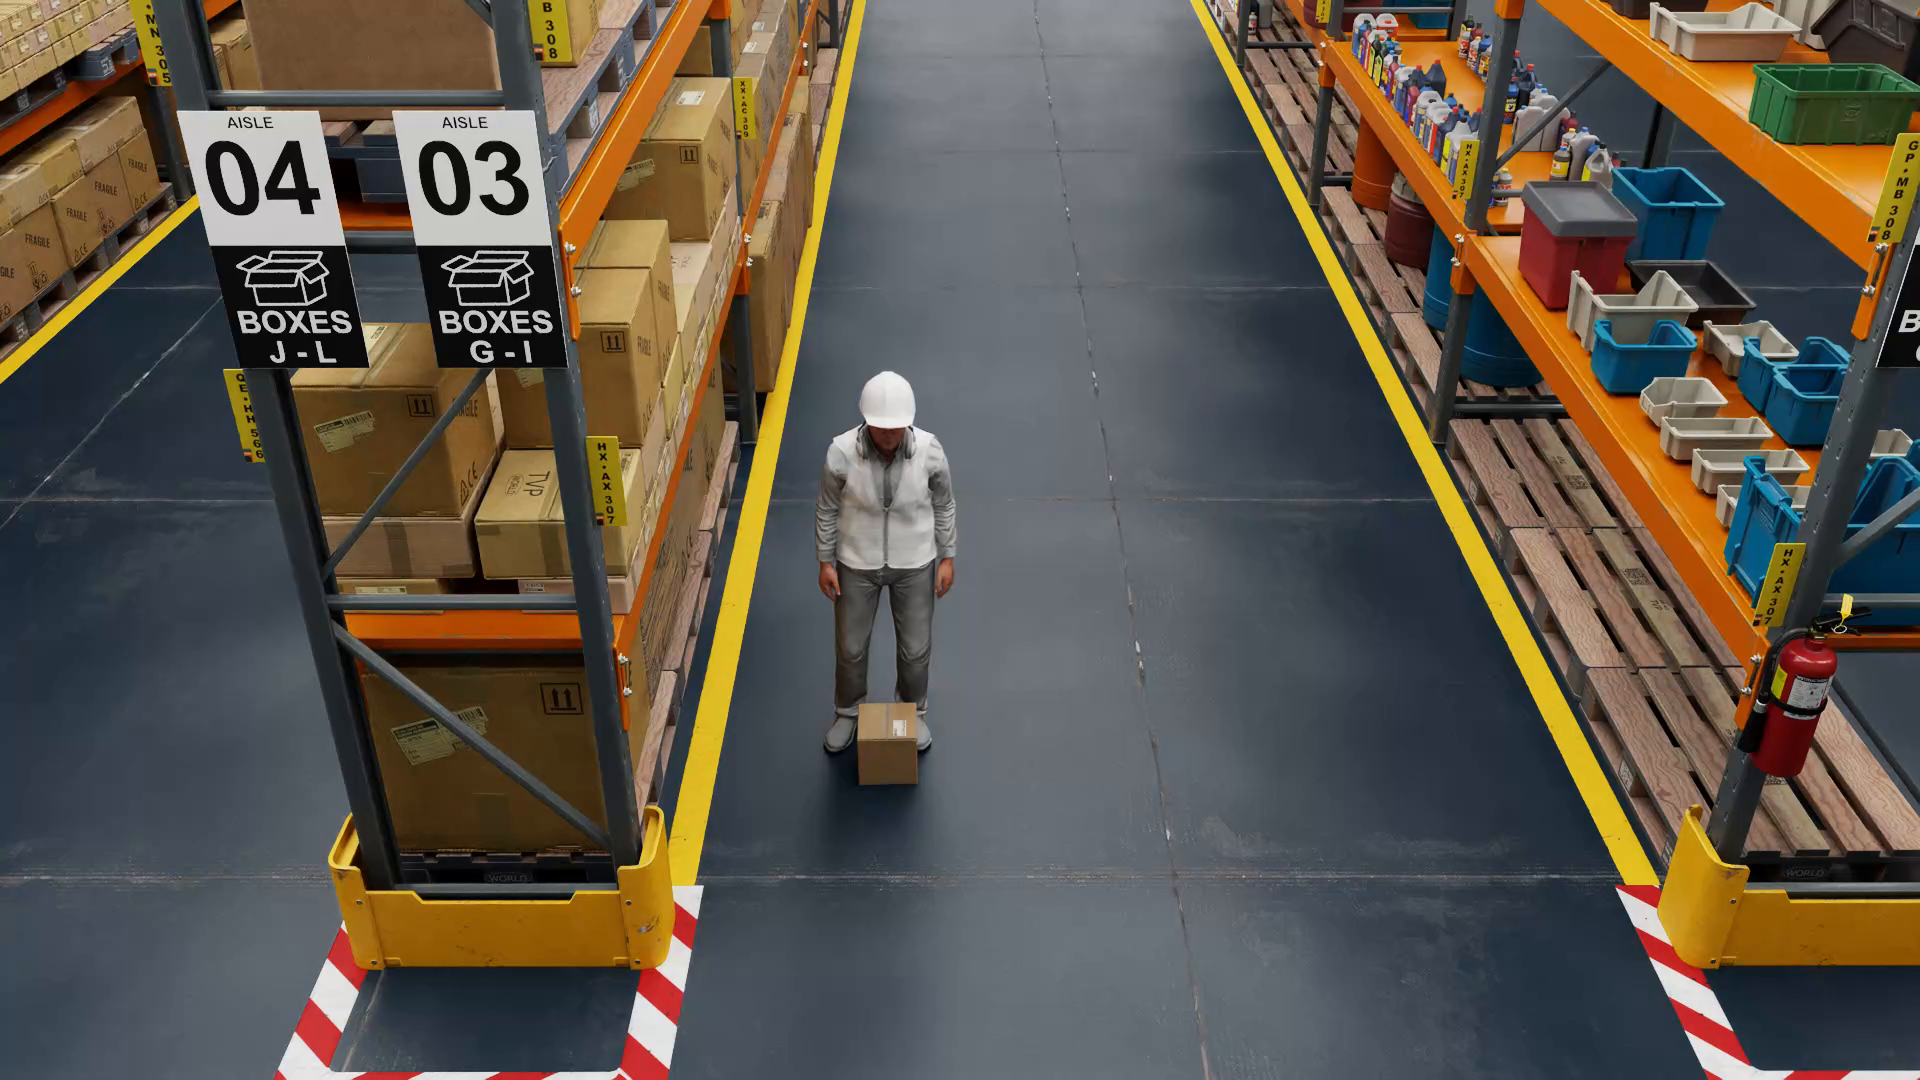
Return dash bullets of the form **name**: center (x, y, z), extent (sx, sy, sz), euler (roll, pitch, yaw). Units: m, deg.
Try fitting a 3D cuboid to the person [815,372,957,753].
- **person**: center (-0.309, 0.090, 6.961), extent (0.593, 1.770, 0.457), euler (-2, 31, -3)
